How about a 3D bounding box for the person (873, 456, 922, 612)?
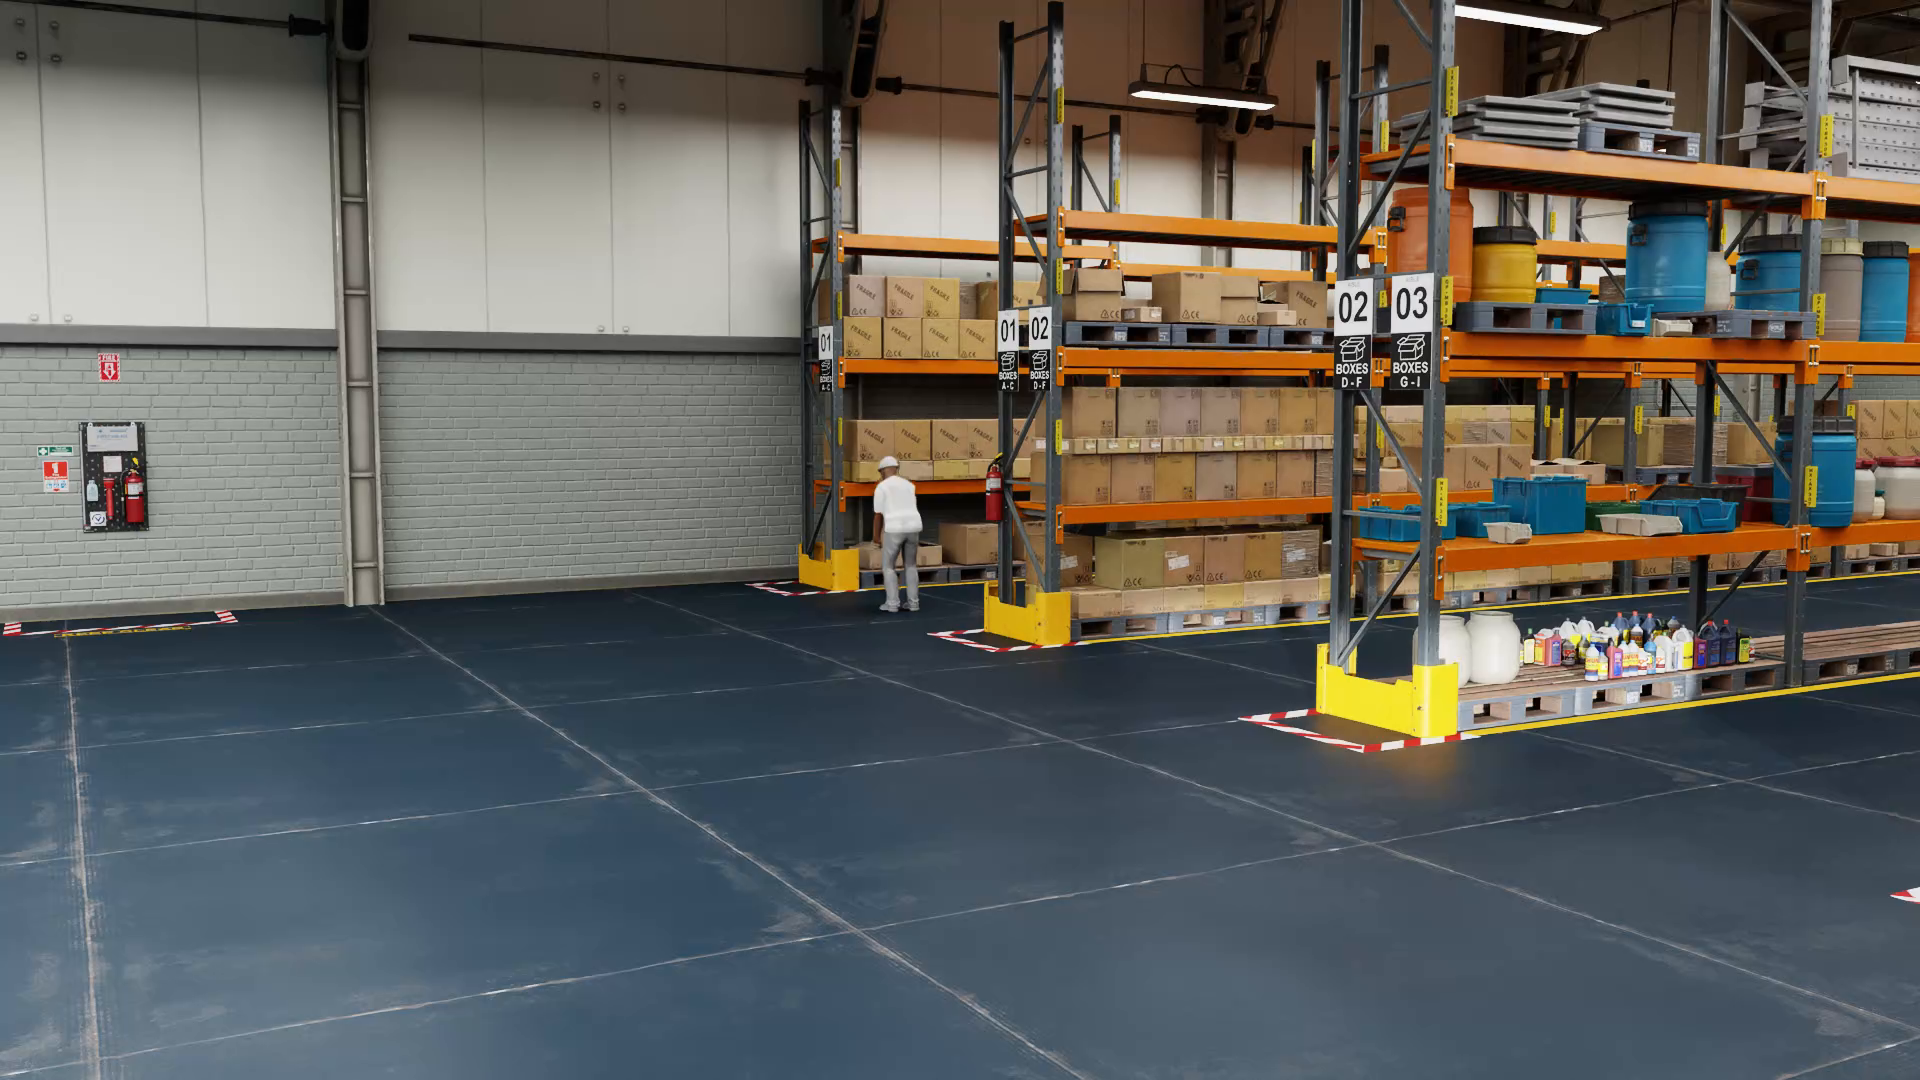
[{"bbox_3d":[-0.712,-0.074,18.350,0.495,1.697,0.622,-3,6,-30],"label":"person"}]
